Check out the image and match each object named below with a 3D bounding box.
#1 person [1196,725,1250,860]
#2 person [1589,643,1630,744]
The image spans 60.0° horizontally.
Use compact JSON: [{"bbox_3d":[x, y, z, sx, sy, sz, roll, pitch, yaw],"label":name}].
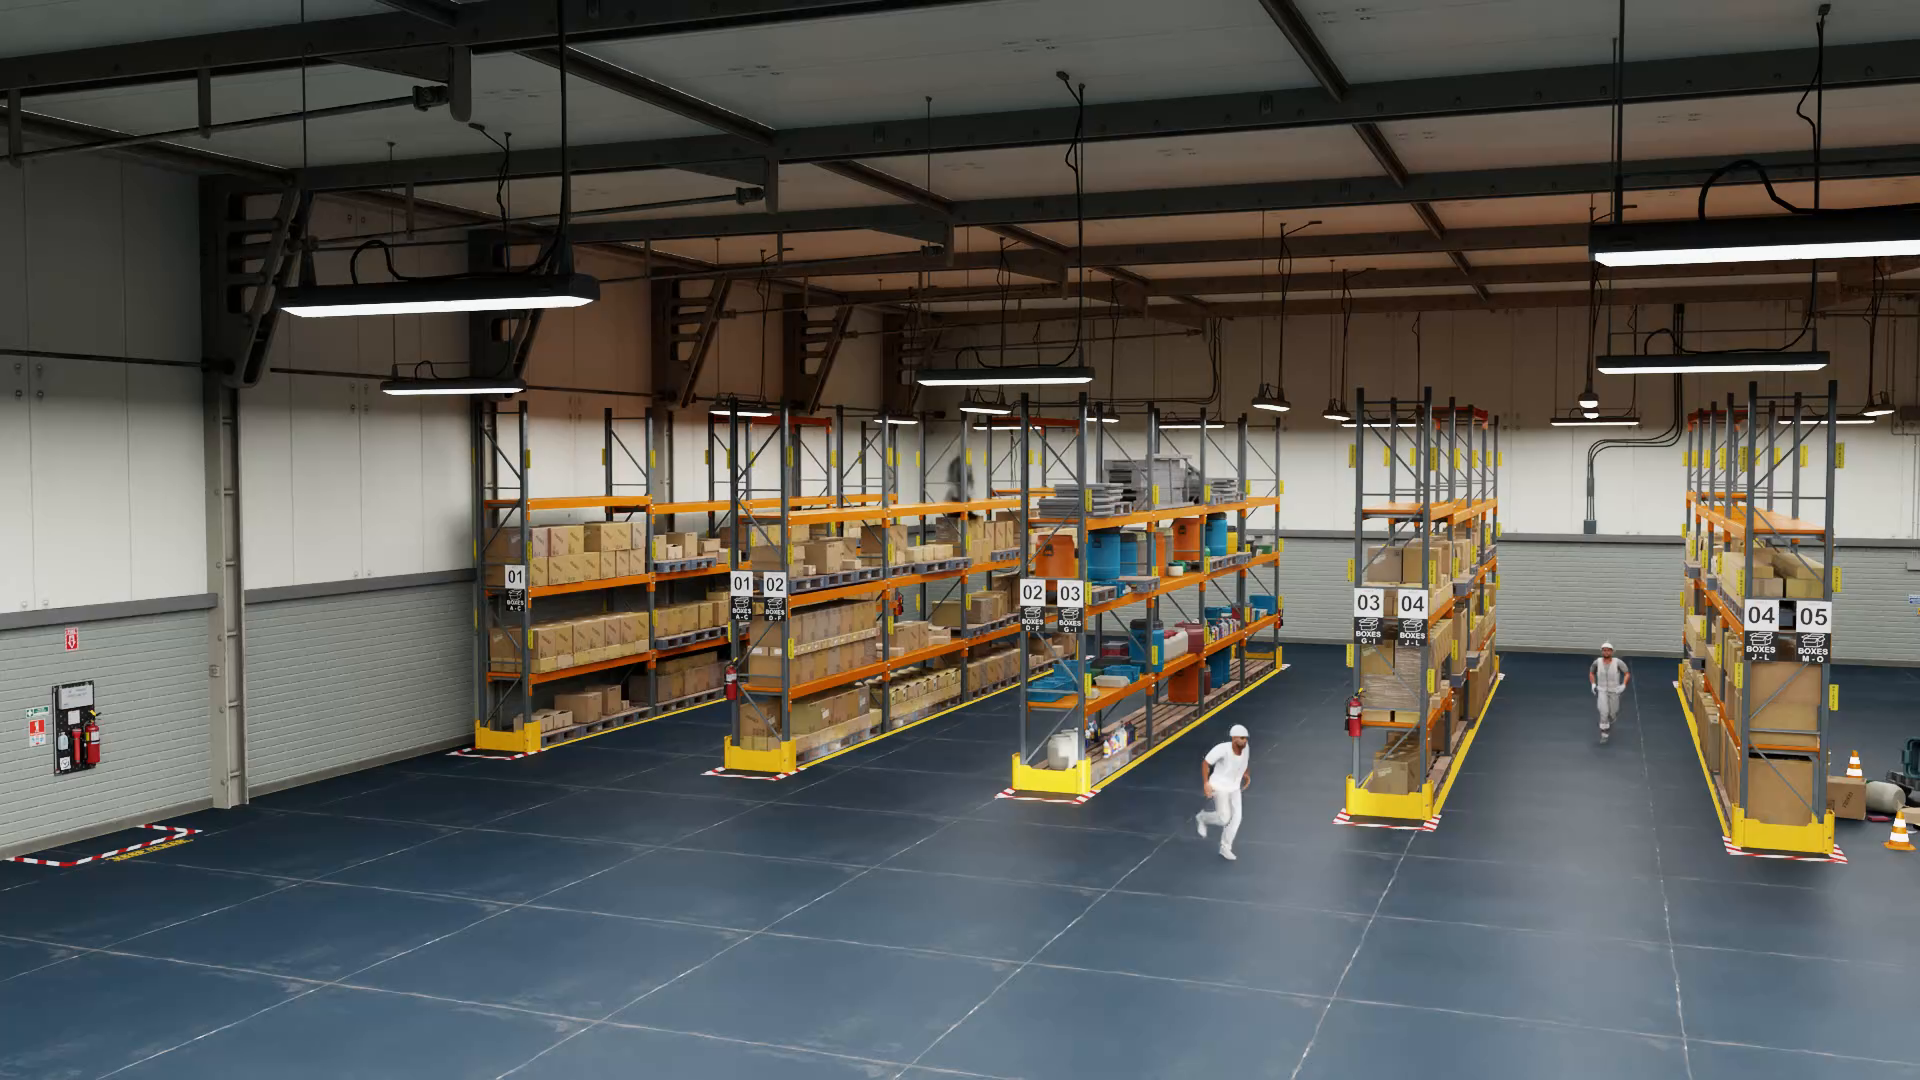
[{"bbox_3d":[3.341,3.154,21.045,0.698,1.700,0.881,-2,3,-37],"label":"person"},{"bbox_3d":[11.494,2.697,29.457,0.676,1.775,0.662,1,3,26],"label":"person"}]
